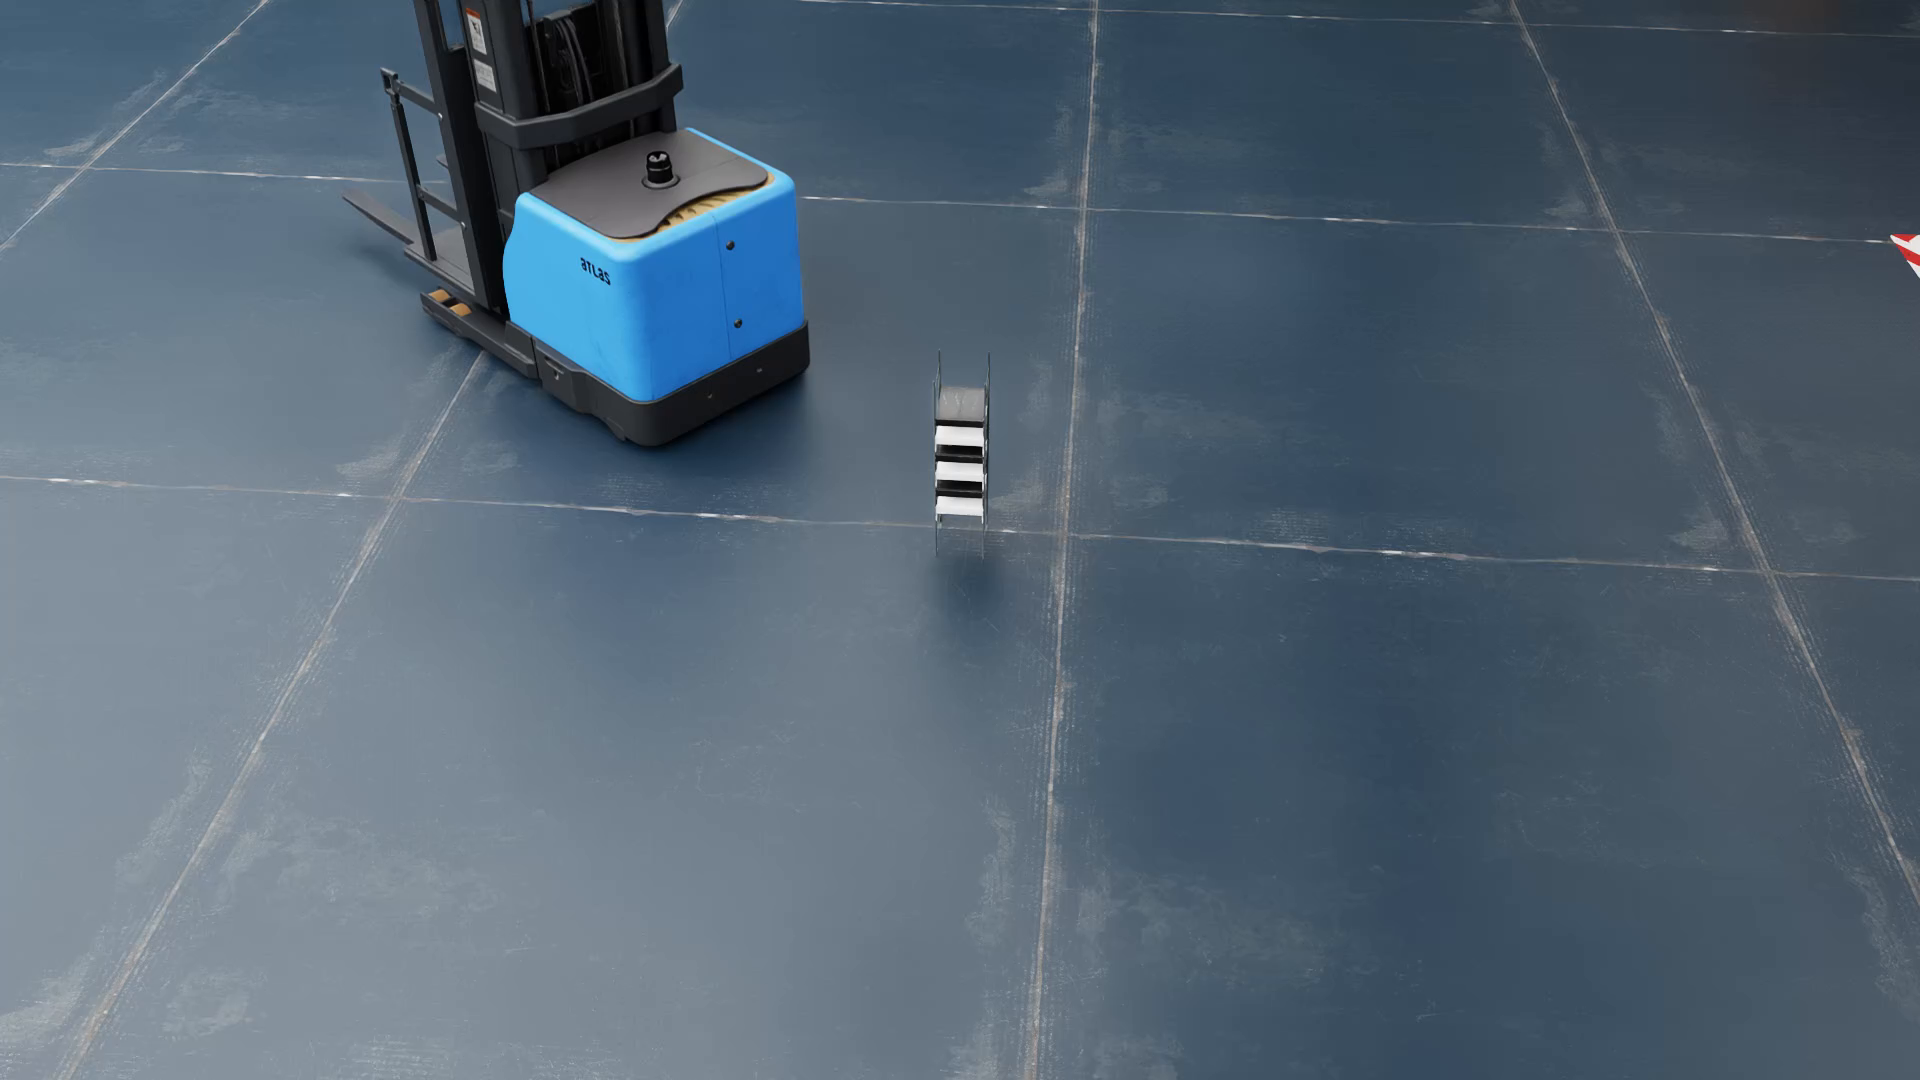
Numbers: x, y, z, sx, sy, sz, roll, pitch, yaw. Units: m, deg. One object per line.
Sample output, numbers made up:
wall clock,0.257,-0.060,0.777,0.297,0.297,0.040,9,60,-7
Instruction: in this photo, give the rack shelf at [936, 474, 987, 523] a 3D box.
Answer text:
rack shelf,0.008,-0.183,7.100,0.200,0.077,0.258,3,39,4

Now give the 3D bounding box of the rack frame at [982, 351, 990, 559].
rack frame,0.109,-0.343,6.959,0.006,0.900,0.240,3,39,4

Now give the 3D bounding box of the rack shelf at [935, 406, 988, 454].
rack shelf,0.008,-0.462,6.873,0.200,0.077,0.258,3,39,4

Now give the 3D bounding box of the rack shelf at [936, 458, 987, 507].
rack shelf,0.008,-0.253,7.043,0.200,0.077,0.258,3,39,4

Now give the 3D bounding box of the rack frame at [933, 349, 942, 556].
rack frame,-0.093,-0.354,6.972,0.006,0.900,0.240,3,39,4

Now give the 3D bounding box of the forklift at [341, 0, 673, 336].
forklift,-2.177,-2.387,7.911,2.937,2.867,1.118,32,49,33

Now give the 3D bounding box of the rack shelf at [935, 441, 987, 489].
rack shelf,0.008,-0.323,6.986,0.200,0.077,0.258,3,39,4

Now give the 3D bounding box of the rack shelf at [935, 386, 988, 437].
rack shelf,0.008,-0.532,6.816,0.200,0.077,0.258,3,39,4

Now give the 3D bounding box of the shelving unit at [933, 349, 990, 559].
shelving unit,0.008,-0.349,6.965,0.210,0.900,0.258,3,39,4
